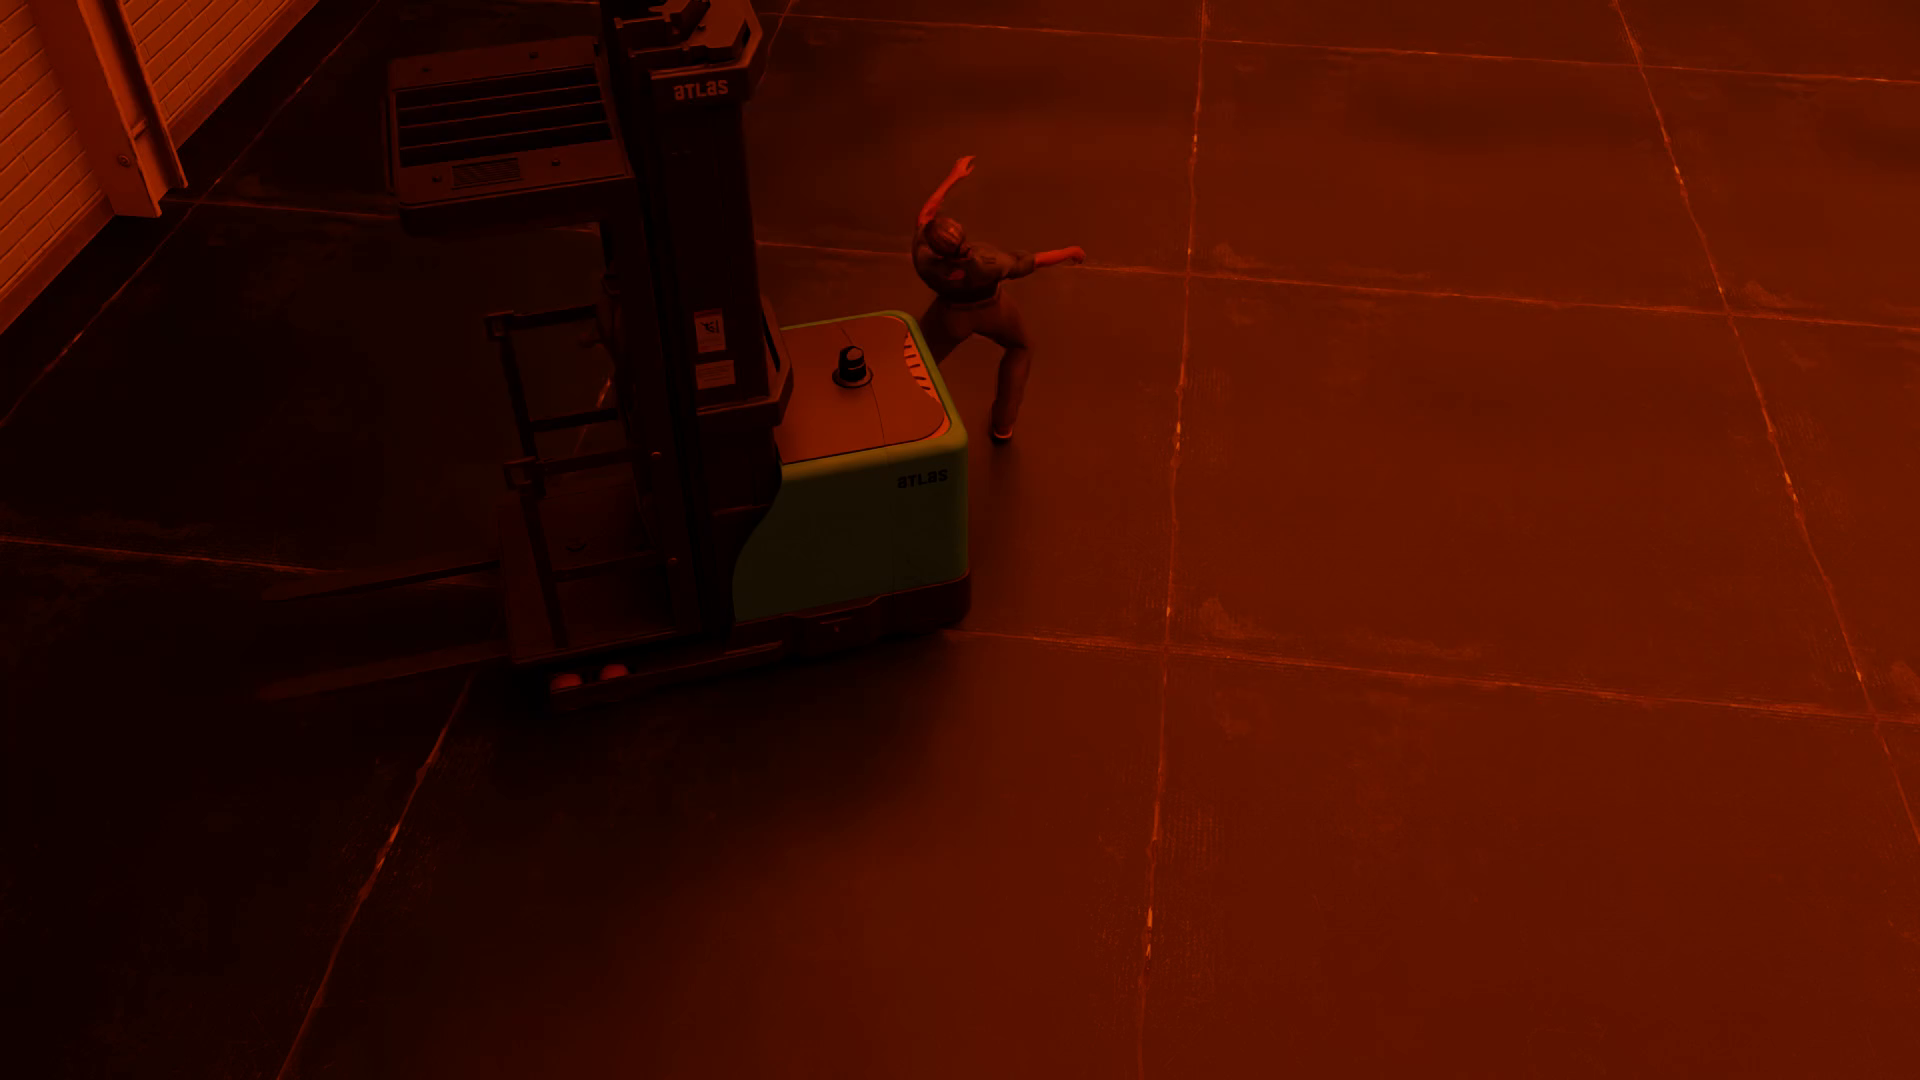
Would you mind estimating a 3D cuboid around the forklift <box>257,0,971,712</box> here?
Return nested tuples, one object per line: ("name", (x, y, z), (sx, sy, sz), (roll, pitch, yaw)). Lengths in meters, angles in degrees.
("forklift", (-1.527, -0.749, 6.540), (3.031, 2.935, 1.130), (-11, 44, -12))

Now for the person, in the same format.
("person", (0.153, -1.077, 7.974), (0.965, 1.409, 0.747), (-9, 43, -9))
